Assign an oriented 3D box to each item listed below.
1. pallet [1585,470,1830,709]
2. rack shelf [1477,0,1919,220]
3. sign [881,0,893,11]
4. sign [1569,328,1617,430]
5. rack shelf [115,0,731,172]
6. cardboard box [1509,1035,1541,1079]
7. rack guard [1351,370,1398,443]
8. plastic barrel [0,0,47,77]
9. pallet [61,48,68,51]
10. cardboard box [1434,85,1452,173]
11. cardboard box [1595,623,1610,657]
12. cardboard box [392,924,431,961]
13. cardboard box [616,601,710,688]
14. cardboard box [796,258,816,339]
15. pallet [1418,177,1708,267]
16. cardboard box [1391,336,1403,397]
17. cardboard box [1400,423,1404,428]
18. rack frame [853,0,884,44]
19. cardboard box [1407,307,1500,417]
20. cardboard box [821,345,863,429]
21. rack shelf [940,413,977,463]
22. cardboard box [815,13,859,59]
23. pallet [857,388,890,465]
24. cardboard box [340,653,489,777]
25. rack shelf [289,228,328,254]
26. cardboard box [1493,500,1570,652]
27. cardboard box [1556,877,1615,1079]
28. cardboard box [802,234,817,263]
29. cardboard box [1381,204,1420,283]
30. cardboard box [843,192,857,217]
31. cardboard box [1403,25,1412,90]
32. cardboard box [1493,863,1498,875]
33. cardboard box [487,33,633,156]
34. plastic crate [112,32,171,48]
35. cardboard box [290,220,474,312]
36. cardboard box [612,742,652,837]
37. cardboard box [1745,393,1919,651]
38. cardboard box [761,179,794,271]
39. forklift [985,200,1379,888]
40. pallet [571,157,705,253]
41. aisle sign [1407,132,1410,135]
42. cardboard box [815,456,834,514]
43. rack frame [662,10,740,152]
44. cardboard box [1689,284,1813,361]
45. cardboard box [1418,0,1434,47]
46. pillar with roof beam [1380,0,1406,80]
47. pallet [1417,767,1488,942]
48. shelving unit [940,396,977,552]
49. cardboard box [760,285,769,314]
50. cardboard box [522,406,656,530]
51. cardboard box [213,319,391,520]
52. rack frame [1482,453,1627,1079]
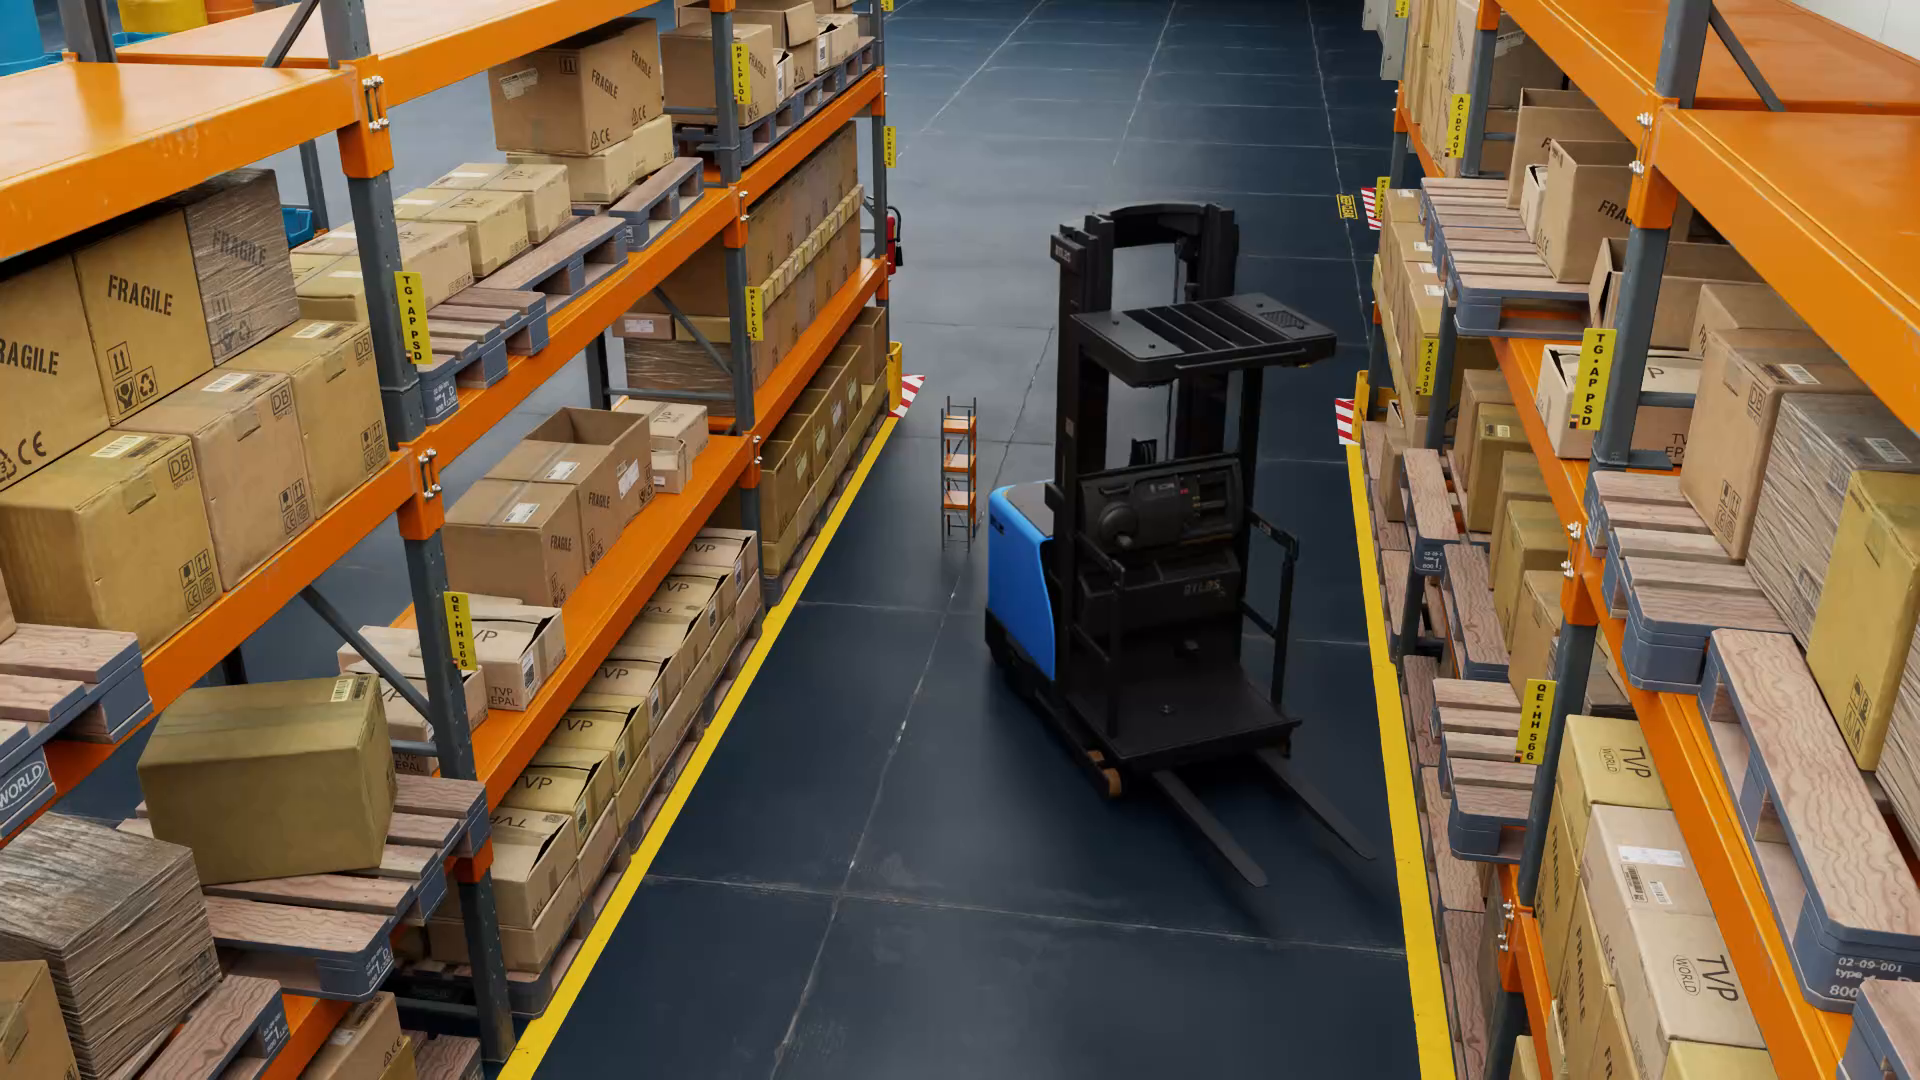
[{"bbox_3d":[2.431,0.139,4.600,1.213,0.211,1.003,5,26,11],"label":"pallet"},{"bbox_3d":[2.811,-1.908,6.531,1.077,0.370,4.000,4,25,9],"label":"rack shelf"},{"bbox_3d":[-0.563,-4.229,12.757,0.100,0.325,0.005,4,25,9],"label":"sign"},{"bbox_3d":[1.949,-0.492,5.116,0.100,0.325,0.005,4,25,9],"label":"sign"},{"bbox_3d":[-2.077,-2.250,7.261,1.077,0.370,4.000,4,25,9],"label":"rack shelf"},{"bbox_3d":[2.234,2.221,5.508,0.750,0.750,0.750,4,25,8],"label":"cardboard box"},{"bbox_3d":[3.779,-1.043,13.389,1.175,0.500,0.348,4,25,9],"label":"rack guard"},{"bbox_3d":[-6.368,-3.405,10.862,0.600,0.901,0.708,4,25,9],"label":"plastic barrel"},{"bbox_3d":[-6.214,-3.827,13.073,1.003,0.211,1.213,4,25,9],"label":"pallet"},{"bbox_3d":[3.072,-2.386,9.629,0.500,0.500,0.500,2,25,4],"label":"cardboard box"},{"bbox_3d":[2.549,0.318,6.129,0.380,0.149,0.250,0,25,0],"label":"cardboard box"},{"bbox_3d":[-2.558,1.615,7.509,0.500,0.250,0.500,5,25,10],"label":"cardboard box"},{"bbox_3d":[-1.696,0.541,9.142,0.500,0.311,0.500,4,25,8],"label":"cardboard box"},{"bbox_3d":[-1.436,-1.752,11.837,0.700,0.500,0.500,5,26,10],"label":"cardboard box"},{"bbox_3d":[2.932,-1.557,8.221,1.213,0.211,1.003,4,25,9],"label":"pallet"},{"bbox_3d":[3.073,-1.114,10.744,0.500,0.250,0.500,4,25,8],"label":"cardboard box"},{"bbox_3d":[3.496,-0.667,12.290,0.500,0.311,0.500,6,26,13],"label":"cardboard box"},{"bbox_3d":[-1.096,-5.266,12.385,1.000,3.000,0.127,4,25,9],"label":"rack frame"},{"bbox_3d":[2.910,-1.034,9.690,0.500,0.500,0.500,4,25,8],"label":"cardboard box"},{"bbox_3d":[-1.039,-1.169,12.573,0.500,0.500,0.500,4,25,9],"label":"cardboard box"},{"bbox_3d":[-0.009,-0.701,11.364,0.215,0.259,0.240,4,25,9],"label":"rack shelf"},{"bbox_3d":[-1.024,-3.593,11.866,0.500,0.250,0.500,4,25,9],"label":"cardboard box"},{"bbox_3d":[-1.180,-0.963,13.559,1.003,0.211,1.213,4,25,9],"label":"pallet"},{"bbox_3d":[-2.301,0.688,6.846,0.500,0.311,0.500,6,26,12],"label":"cardboard box"},{"bbox_3d":[-6.309,-1.731,12.759,1.077,0.370,4.000,4,25,9],"label":"rack shelf"},{"bbox_3d":[2.733,0.174,7.202,0.700,0.500,0.500,4,25,9],"label":"cardboard box"},{"bbox_3d":[2.057,1.353,4.828,0.500,0.500,0.500,5,26,10],"label":"cardboard box"},{"bbox_3d":[-1.222,-2.066,11.742,0.380,0.149,0.250,4,25,8],"label":"cardboard box"},{"bbox_3d":[3.326,-2.103,11.973,0.500,0.500,0.500,4,25,9],"label":"cardboard box"},{"bbox_3d":[-1.012,-2.605,12.895,0.380,0.149,0.250,5,25,10],"label":"cardboard box"},{"bbox_3d":[3.490,-3.497,12.004,0.500,0.500,0.500,5,25,10],"label":"cardboard box"},{"bbox_3d":[2.749,1.559,7.310,0.700,0.500,0.500,4,25,8],"label":"cardboard box"},{"bbox_3d":[-1.960,-2.201,8.173,0.500,0.500,0.500,6,26,14],"label":"cardboard box"},{"bbox_3d":[-5.997,-3.426,12.013,0.392,0.384,0.575,4,25,9],"label":"plastic crate"},{"bbox_3d":[-2.317,-1.098,6.700,0.500,0.250,0.500,5,25,10],"label":"cardboard box"},{"bbox_3d":[-1.868,1.225,8.342,0.500,0.250,0.500,3,25,7],"label":"cardboard box"},{"bbox_3d":[2.427,-0.032,4.106,0.700,0.500,0.500,3,25,6],"label":"cardboard box"},{"bbox_3d":[-1.520,-2.116,11.083,0.700,0.500,0.500,4,25,8],"label":"cardboard box"},{"bbox_3d":[1.157,-0.153,8.620,1.130,2.935,3.031,-9,27,-19],"label":"forklift"},{"bbox_3d":[-1.881,-1.778,8.698,0.805,0.209,1.217,3,25,6],"label":"pallet"},{"bbox_3d":[3.507,-3.435,12.485,0.394,0.787,0.004,4,25,9],"label":"aisle sign"},{"bbox_3d":[-1.202,-0.411,11.838,0.500,0.250,0.500,4,25,9],"label":"cardboard box"},{"bbox_3d":[-1.750,-3.593,8.811,1.000,3.000,0.127,4,25,9],"label":"rack frame"},{"bbox_3d":[2.828,-0.559,5.727,0.500,0.500,0.500,4,25,9],"label":"cardboard box"},{"bbox_3d":[3.284,-3.507,10.845,0.500,0.500,0.500,5,25,10],"label":"cardboard box"},{"bbox_3d":[3.225,-12.398,27.622,9.100,9.000,0.400,4,25,9],"label":"pillar with roof beam"},{"bbox_3d":[2.815,1.566,8.155,1.003,0.211,1.213,4,25,9],"label":"pallet"},{"bbox_3d":[-0.009,-0.453,11.480,0.215,1.050,0.252,4,25,9],"label":"shelving unit"},{"bbox_3d":[-1.434,-1.527,10.591,0.380,0.149,0.250,3,25,7],"label":"cardboard box"},{"bbox_3d":[-1.978,-0.381,8.907,0.500,0.500,0.500,6,26,12],"label":"cardboard box"},{"bbox_3d":[-2.442,-0.422,5.457,0.910,0.500,0.500,4,25,9],"label":"cardboard box"},{"bbox_3d":[2.484,1.139,5.779,1.000,3.000,0.127,4,25,9],"label":"rack frame"}]
